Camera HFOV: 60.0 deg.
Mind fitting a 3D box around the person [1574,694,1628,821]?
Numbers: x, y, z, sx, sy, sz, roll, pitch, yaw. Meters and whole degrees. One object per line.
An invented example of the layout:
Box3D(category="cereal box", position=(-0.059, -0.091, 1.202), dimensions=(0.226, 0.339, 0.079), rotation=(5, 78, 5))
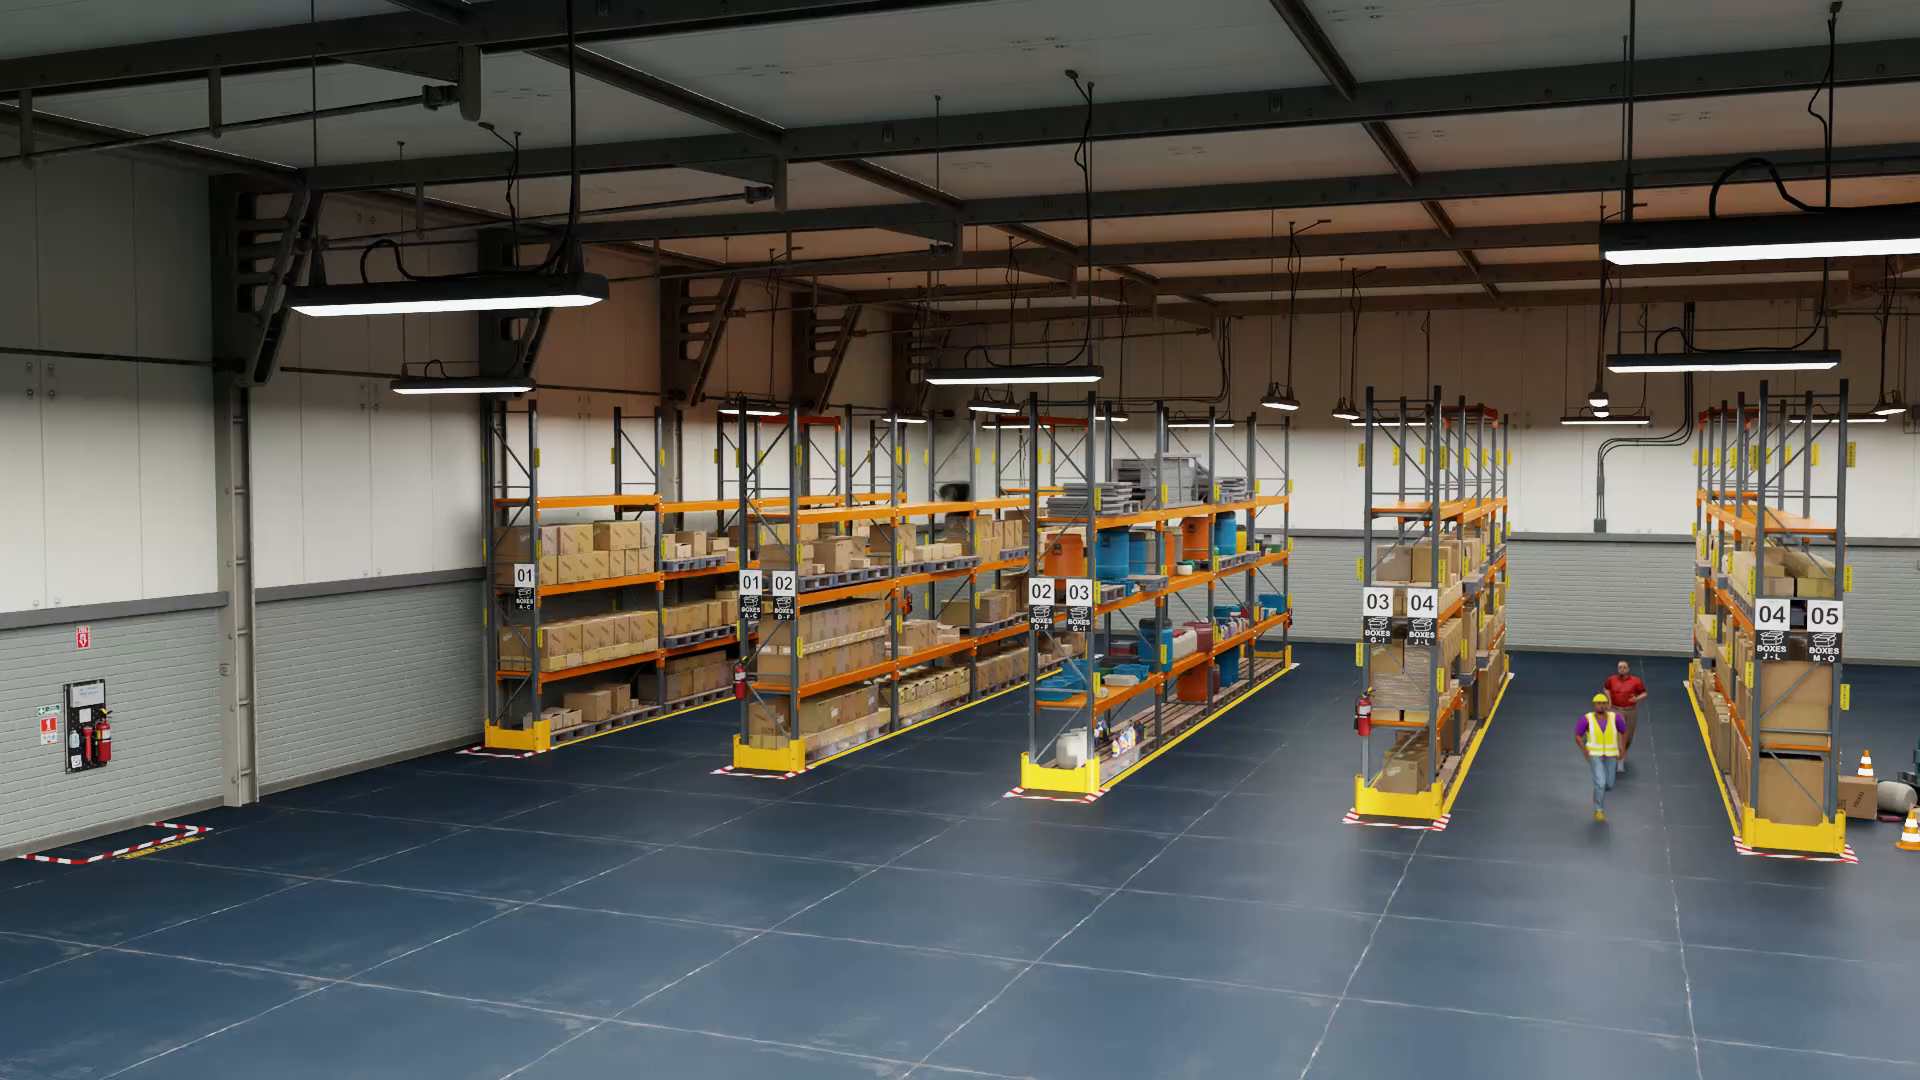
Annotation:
Box3D(category="person", position=(8.943, 3.000, 23.215), dimensions=(0.704, 1.750, 0.650), rotation=(1, 3, 10))

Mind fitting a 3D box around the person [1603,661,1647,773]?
Box3D(category="person", position=(10.733, 2.820, 26.849), dimensions=(0.646, 1.749, 0.913), rotation=(1, 3, 20))
